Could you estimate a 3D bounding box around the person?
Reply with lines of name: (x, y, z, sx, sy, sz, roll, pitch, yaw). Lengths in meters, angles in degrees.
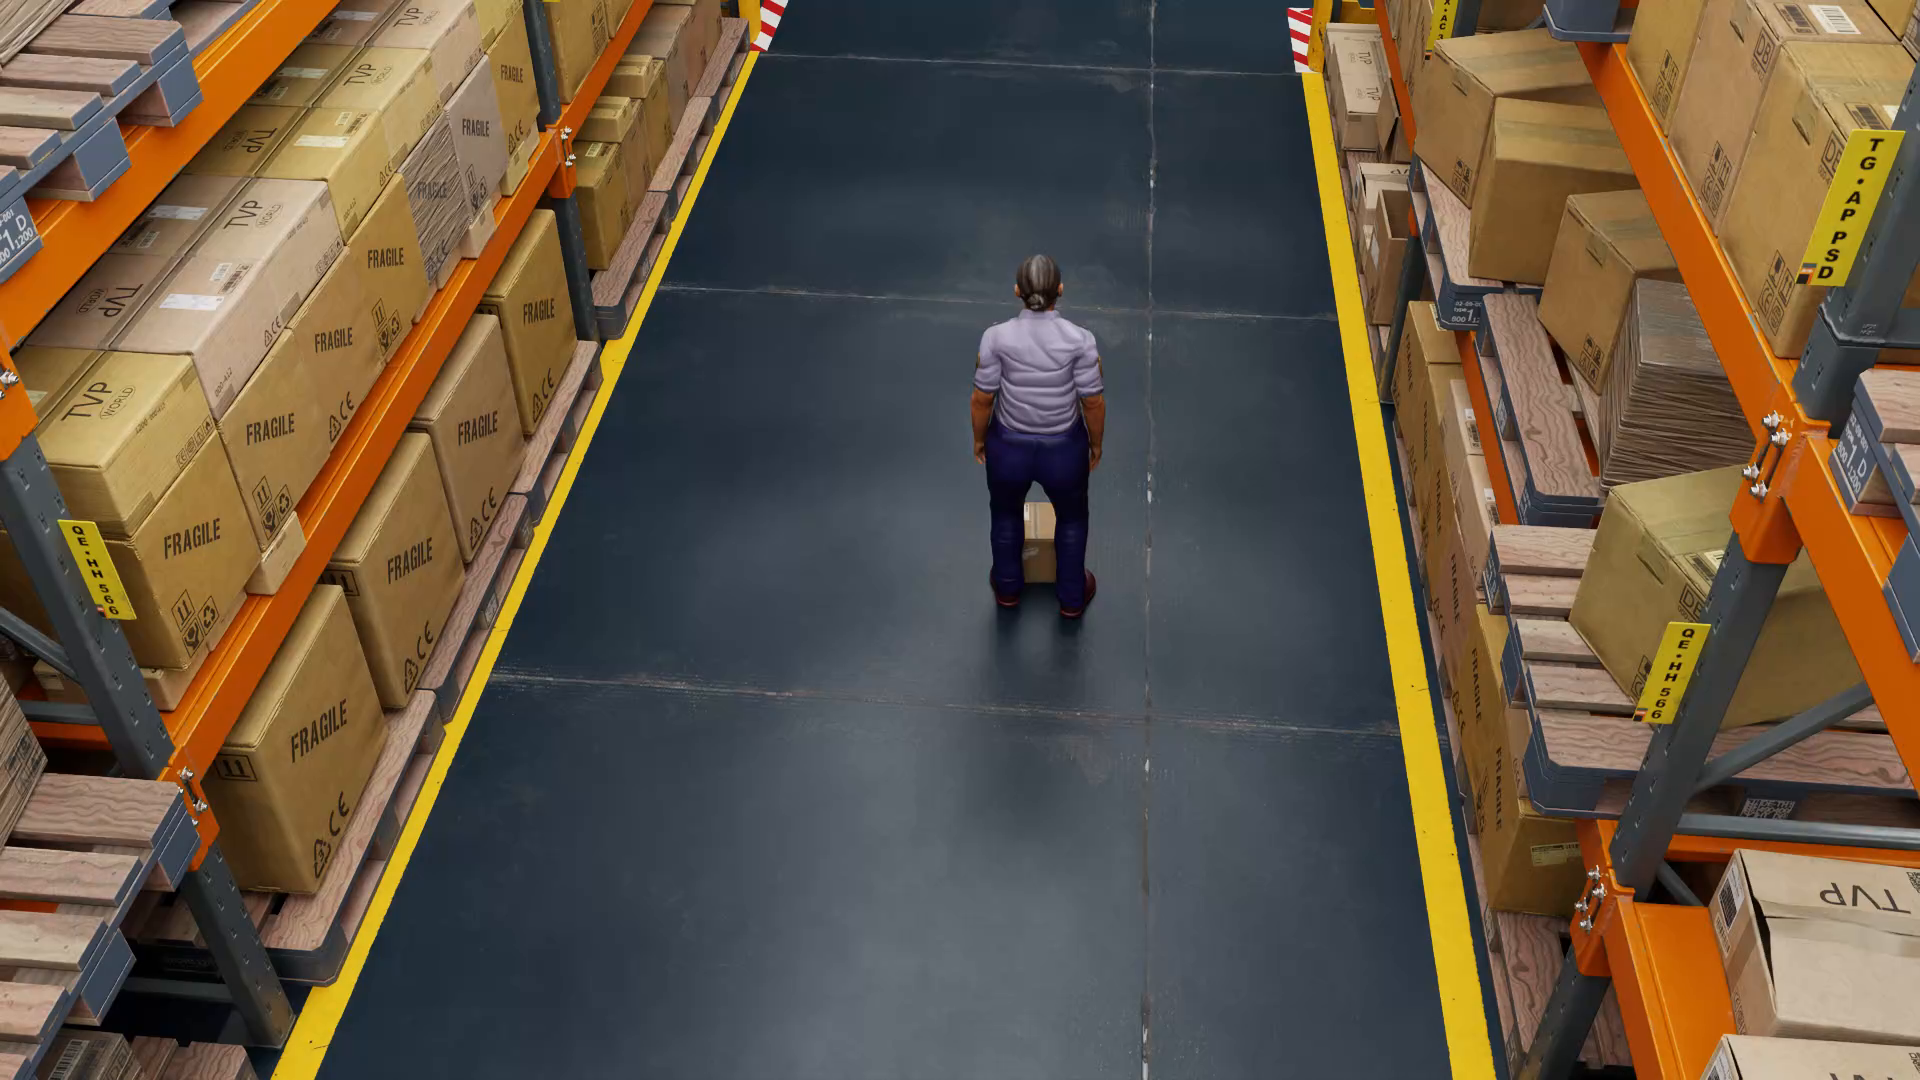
person: (0.317, -0.382, 6.614, 0.531, 1.651, 0.418, 3, 40, 4)
